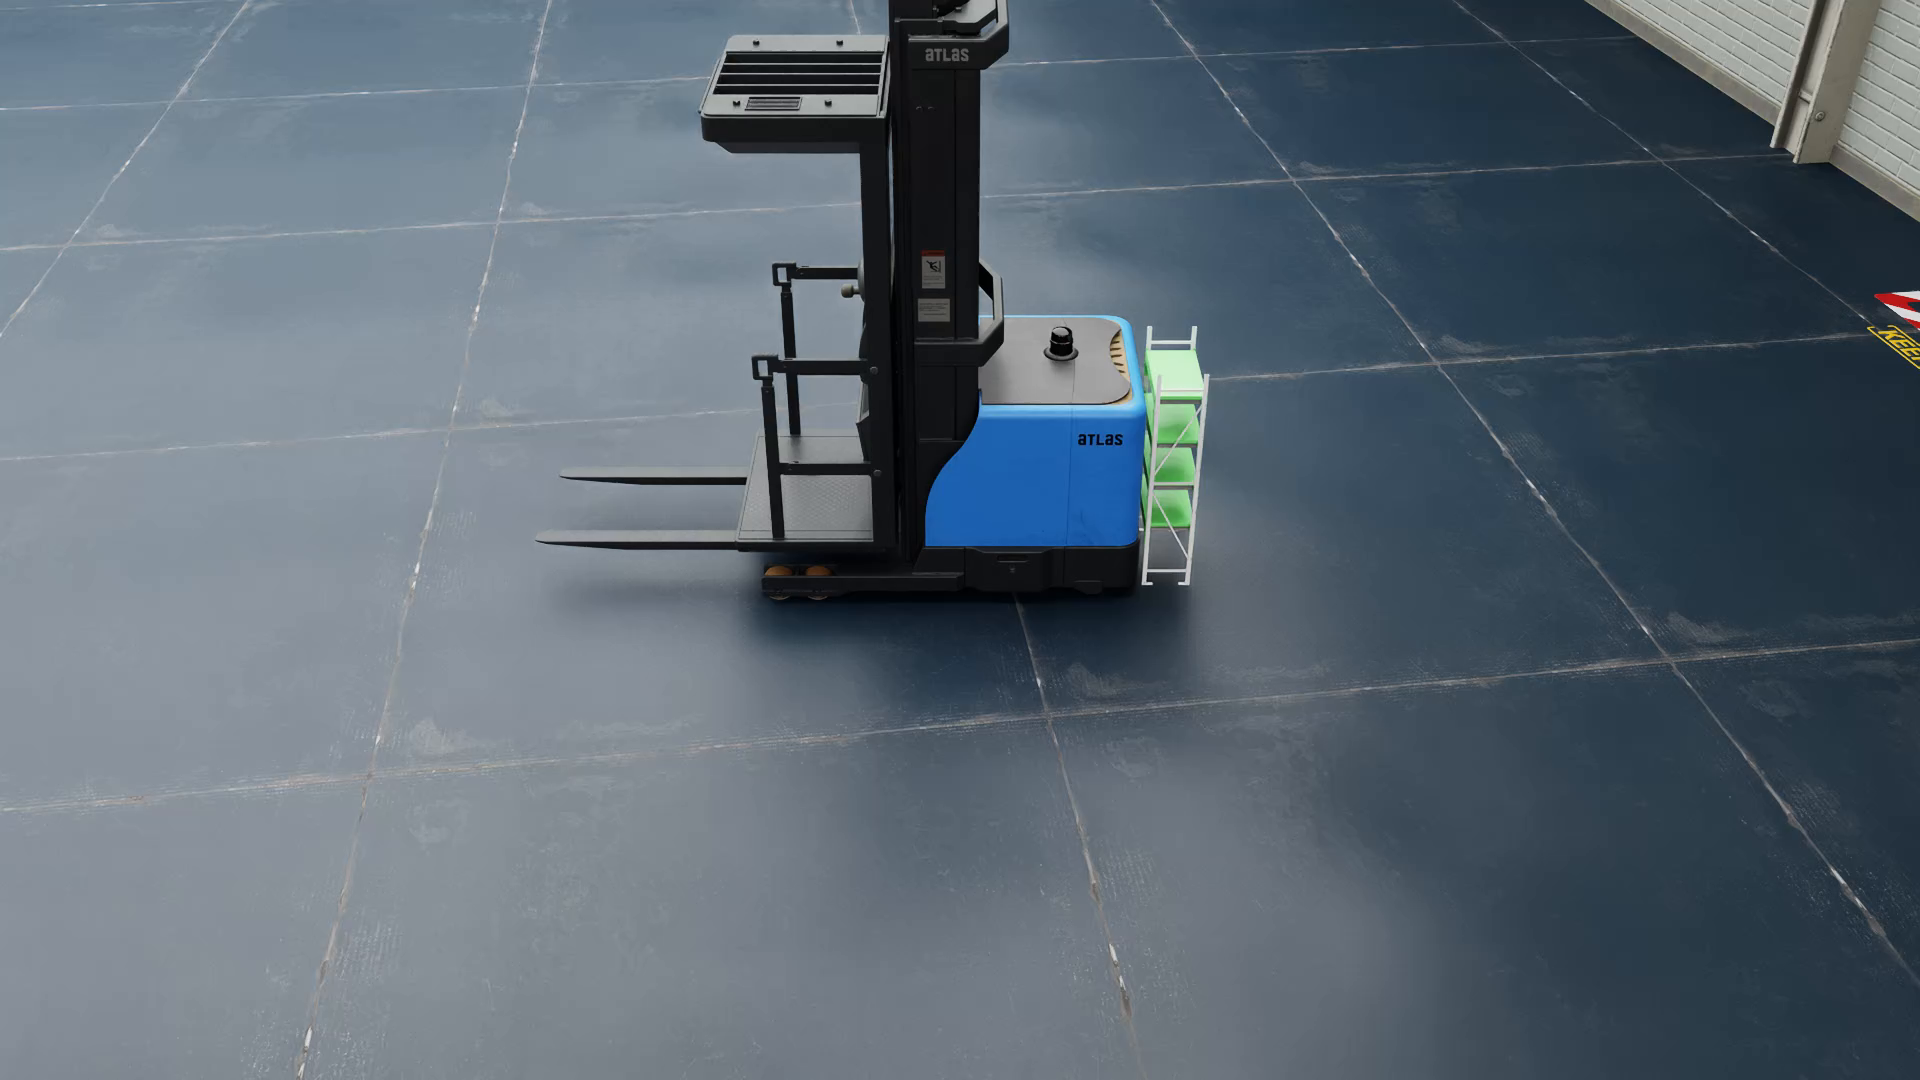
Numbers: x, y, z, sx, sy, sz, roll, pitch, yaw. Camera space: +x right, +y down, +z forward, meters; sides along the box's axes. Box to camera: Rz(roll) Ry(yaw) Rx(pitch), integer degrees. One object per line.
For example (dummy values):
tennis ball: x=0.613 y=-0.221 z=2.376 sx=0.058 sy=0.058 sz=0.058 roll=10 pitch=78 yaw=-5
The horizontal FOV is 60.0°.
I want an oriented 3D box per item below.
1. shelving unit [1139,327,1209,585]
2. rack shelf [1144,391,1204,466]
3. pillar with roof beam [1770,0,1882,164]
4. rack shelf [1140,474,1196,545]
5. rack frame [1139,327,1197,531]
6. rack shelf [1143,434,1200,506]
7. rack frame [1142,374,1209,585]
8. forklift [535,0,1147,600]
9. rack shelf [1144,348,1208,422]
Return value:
shelving unit: x=1.040 y=-0.410 z=8.286 sx=0.258 sy=1.200 sz=0.503 roll=0 pitch=34 yaw=0
rack shelf: x=1.040 y=-0.555 z=8.186 sx=0.258 sy=0.148 sz=0.480 roll=0 pitch=34 yaw=0
pillar with roof beam: x=2.449 y=-6.480 z=10.268 sx=9.100 sy=9.000 sz=0.400 roll=-4 pitch=35 yaw=-6
rack shelf: x=1.040 y=-0.158 z=8.457 sx=0.258 sy=0.148 sz=0.480 roll=0 pitch=34 yaw=0
rack frame: x=1.041 y=-0.547 z=8.487 sx=0.240 sy=1.200 sz=0.015 roll=0 pitch=34 yaw=0
rack shelf: x=1.040 y=-0.357 z=8.322 sx=0.258 sy=0.148 sz=0.480 roll=0 pitch=34 yaw=0
rack frame: x=1.040 y=-0.272 z=8.084 sx=0.240 sy=1.200 sz=0.015 roll=0 pitch=34 yaw=0
forklift: x=-0.622 y=-1.212 z=7.925 sx=3.031 sy=2.935 sz=1.130 roll=0 pitch=34 yaw=0
rack shelf: x=1.040 y=-0.753 z=8.051 sx=0.258 sy=0.148 sz=0.480 roll=0 pitch=34 yaw=0
